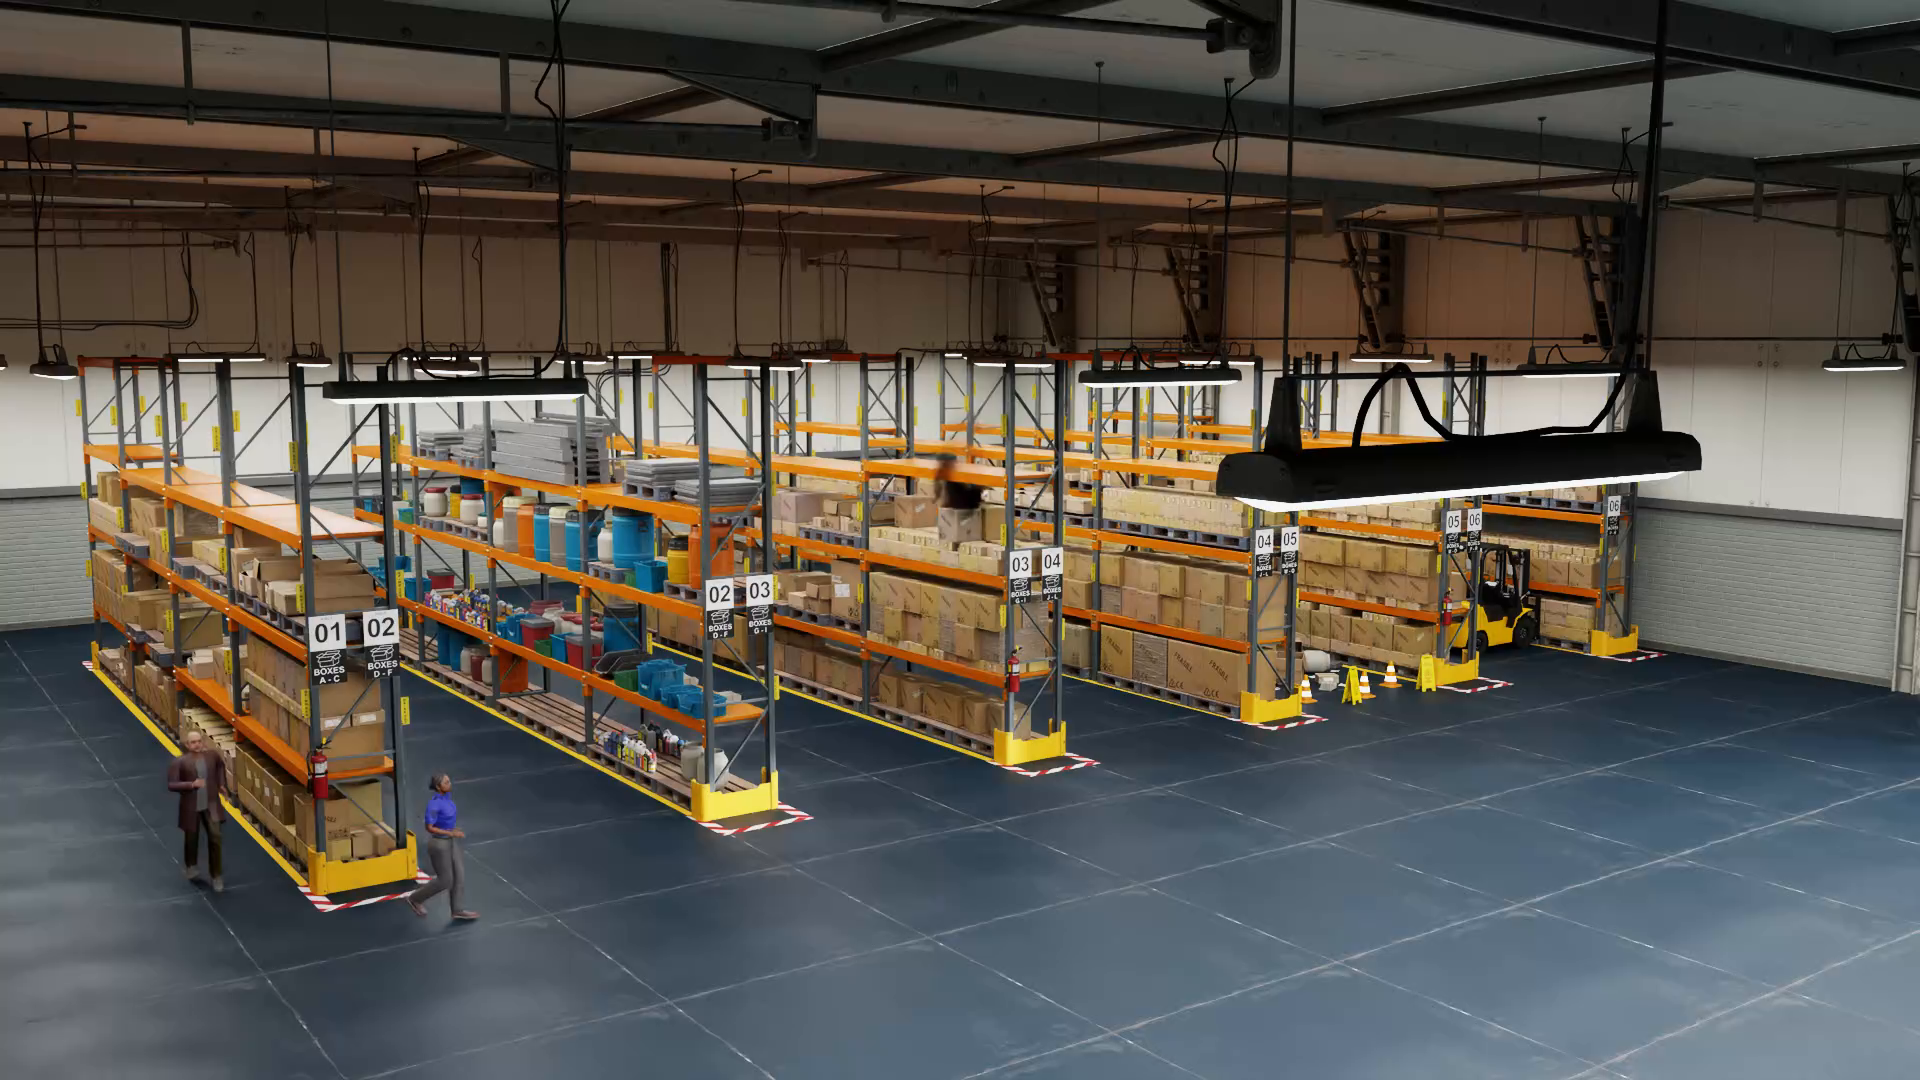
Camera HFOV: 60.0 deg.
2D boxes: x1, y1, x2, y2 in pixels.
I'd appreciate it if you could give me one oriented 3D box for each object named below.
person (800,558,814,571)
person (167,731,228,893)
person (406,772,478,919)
[{"bbox_3d":[-3.952,0.345,42.461,0.639,1.670,0.552,-6,9,-39],"label":"person"},{"bbox_3d":[-8.812,3.119,19.250,0.665,1.846,0.865,-5,8,-34],"label":"person"},{"bbox_3d":[-5.651,3.329,18.103,0.748,1.636,0.603,0,7,1],"label":"person"}]
